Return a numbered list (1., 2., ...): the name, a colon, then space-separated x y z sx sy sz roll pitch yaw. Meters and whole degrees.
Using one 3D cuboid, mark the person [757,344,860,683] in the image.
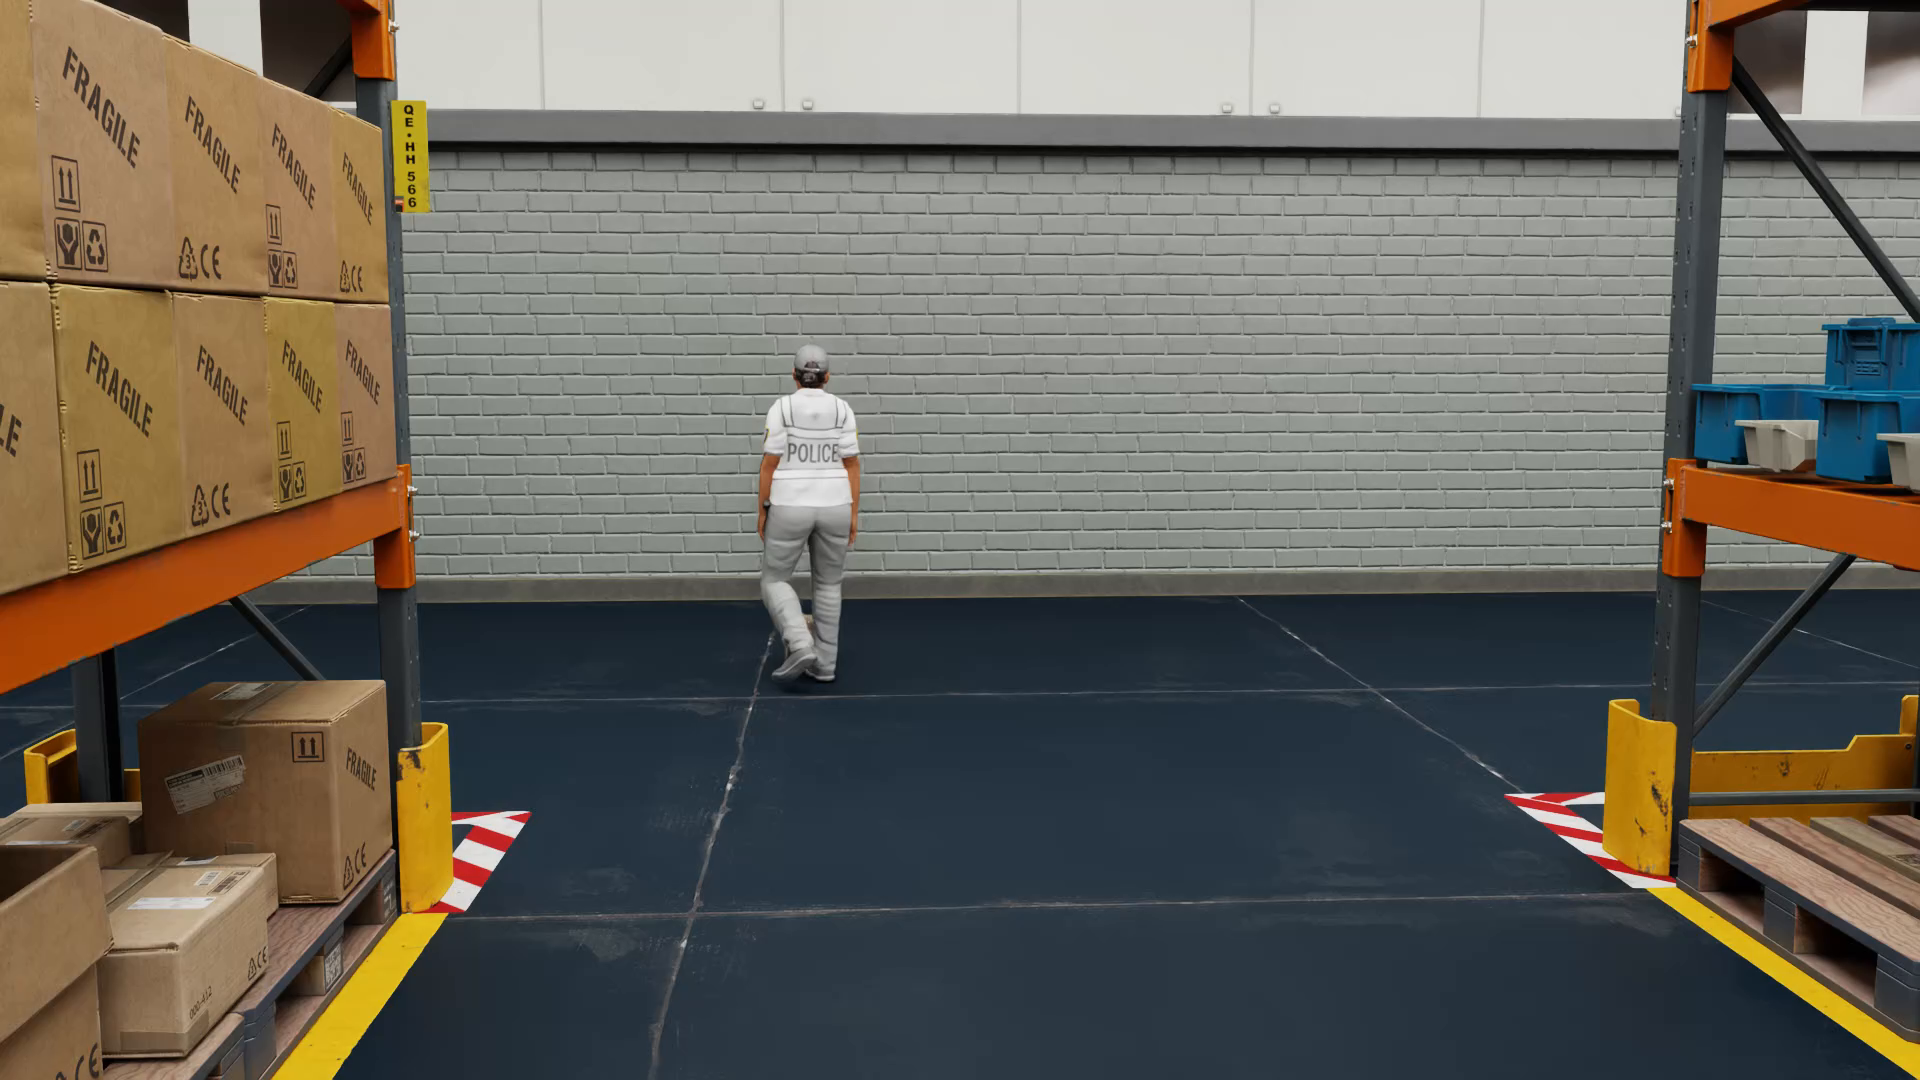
1. person: -0.724 -0.119 8.115 0.492 1.662 0.559 -3 7 -20
